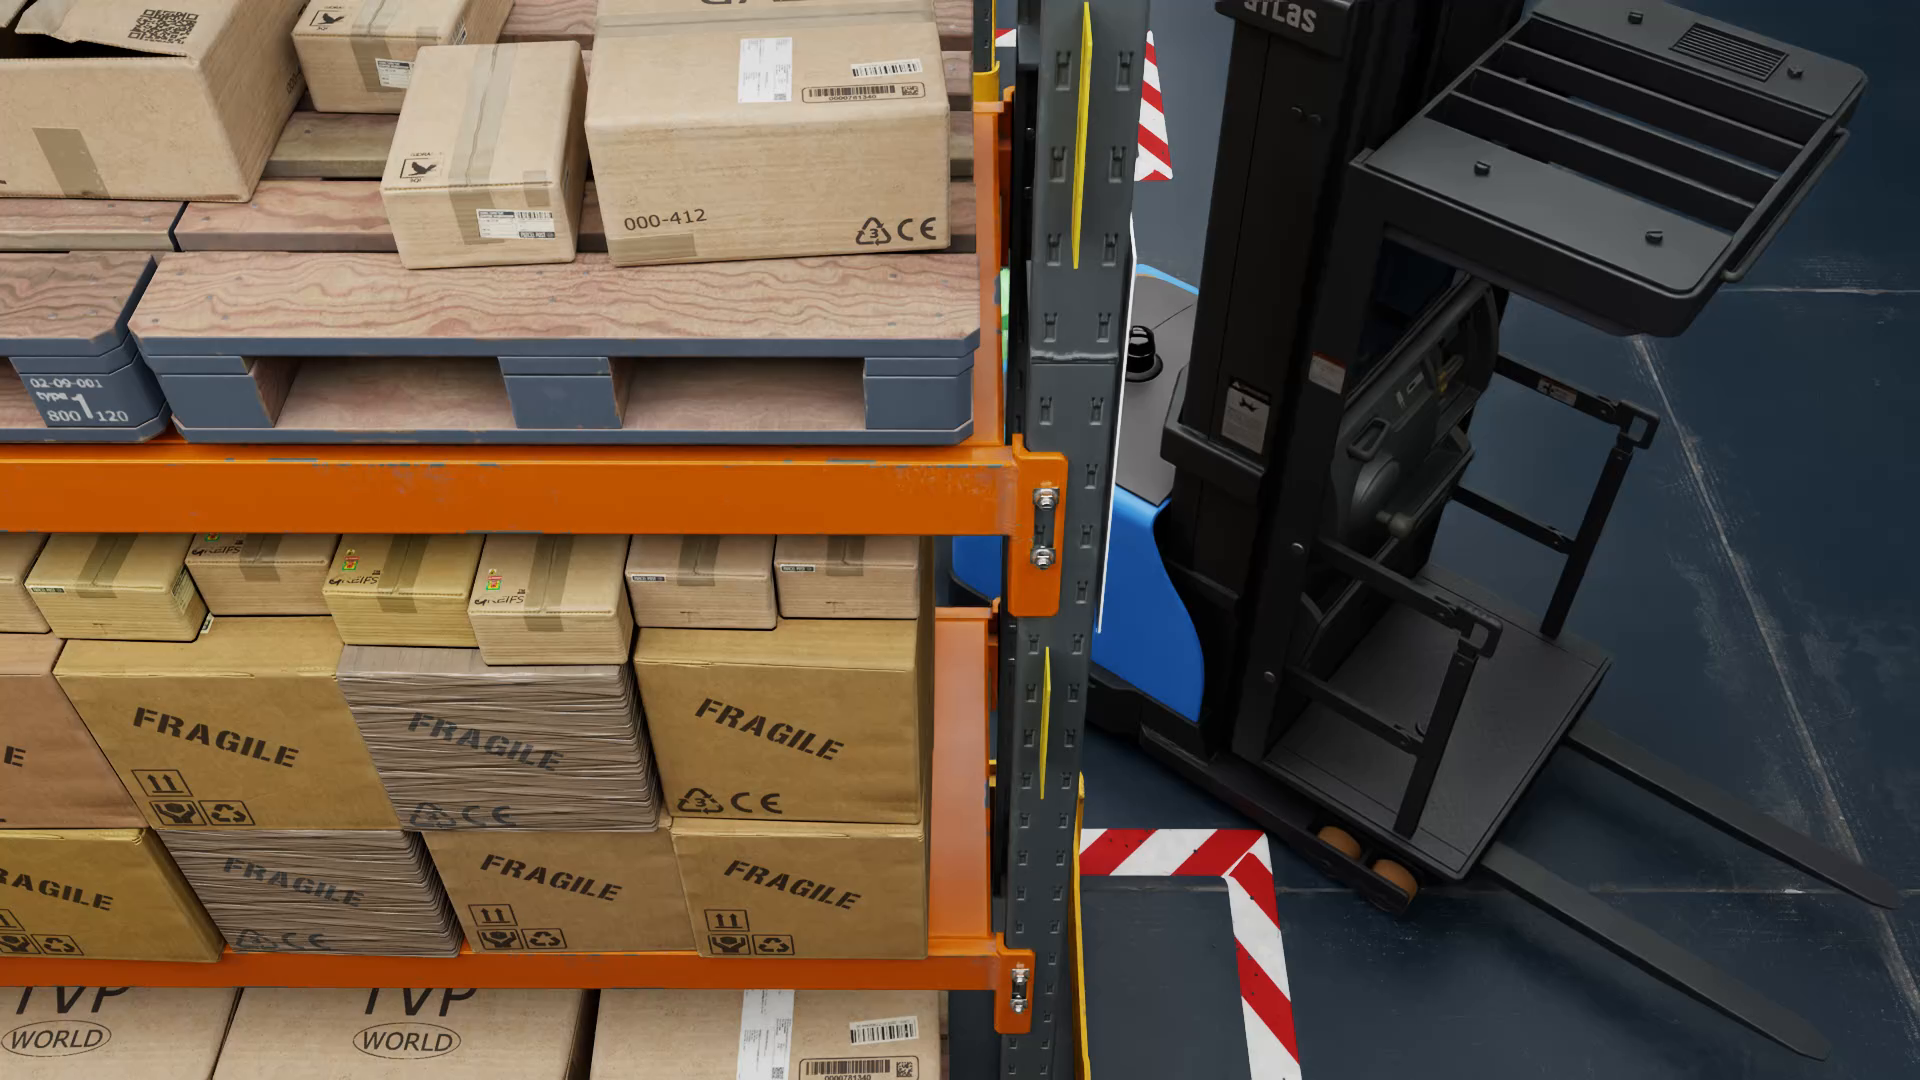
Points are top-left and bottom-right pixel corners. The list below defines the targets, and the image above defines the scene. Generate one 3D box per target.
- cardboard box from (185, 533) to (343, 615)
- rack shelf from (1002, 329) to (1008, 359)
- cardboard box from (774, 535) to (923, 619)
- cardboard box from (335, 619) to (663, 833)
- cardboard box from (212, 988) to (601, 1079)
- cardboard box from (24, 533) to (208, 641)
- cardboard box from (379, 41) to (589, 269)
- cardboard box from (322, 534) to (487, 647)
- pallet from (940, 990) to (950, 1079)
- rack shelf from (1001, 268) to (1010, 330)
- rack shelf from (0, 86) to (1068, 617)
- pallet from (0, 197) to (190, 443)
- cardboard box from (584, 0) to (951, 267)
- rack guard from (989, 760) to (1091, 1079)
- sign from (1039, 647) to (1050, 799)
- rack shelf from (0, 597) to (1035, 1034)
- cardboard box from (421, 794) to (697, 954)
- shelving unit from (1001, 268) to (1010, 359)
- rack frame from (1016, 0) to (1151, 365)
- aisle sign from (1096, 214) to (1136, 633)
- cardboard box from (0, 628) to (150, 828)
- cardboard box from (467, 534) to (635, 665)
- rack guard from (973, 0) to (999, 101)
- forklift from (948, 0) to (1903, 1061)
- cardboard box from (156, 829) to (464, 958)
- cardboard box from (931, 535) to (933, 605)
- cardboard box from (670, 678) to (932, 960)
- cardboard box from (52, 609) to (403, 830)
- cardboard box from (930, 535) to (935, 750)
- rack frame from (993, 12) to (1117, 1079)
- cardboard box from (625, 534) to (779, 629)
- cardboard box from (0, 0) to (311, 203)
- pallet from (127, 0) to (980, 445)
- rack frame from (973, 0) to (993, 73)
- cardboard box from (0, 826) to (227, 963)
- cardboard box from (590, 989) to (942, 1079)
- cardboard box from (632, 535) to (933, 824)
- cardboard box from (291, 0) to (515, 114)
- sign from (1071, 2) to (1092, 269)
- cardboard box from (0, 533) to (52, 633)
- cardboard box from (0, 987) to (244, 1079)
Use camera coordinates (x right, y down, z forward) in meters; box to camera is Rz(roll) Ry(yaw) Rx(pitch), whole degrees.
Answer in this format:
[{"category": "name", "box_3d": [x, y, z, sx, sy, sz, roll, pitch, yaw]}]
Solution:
[{"category": "cardboard box", "box_3d": [-1.219, -0.052, 3.054, 0.250, 0.149, 0.380, 0, 47, 0]}, {"category": "rack shelf", "box_3d": [-0.020, -0.609, 5.756, 0.480, 0.148, 0.258, -5, 47, -4]}, {"category": "cardboard box", "box_3d": [-0.194, -0.046, 3.049, 0.250, 0.149, 0.380, 1, 47, 1]}, {"category": "cardboard box", "box_3d": [-0.840, 0.222, 3.242, 0.500, 0.500, 0.500, 0, 47, 0]}, {"category": "cardboard box", "box_3d": [-1.410, 1.209, 4.539, 0.875, 0.438, 0.875, 1, 47, 1]}, {"category": "cardboard box", "box_3d": [-1.470, -0.009, 3.015, 0.250, 0.149, 0.380, 1, 47, 1]}, {"category": "cardboard box", "box_3d": [-0.704, -0.587, 2.515, 0.250, 0.149, 0.380, -3, 47, -3]}, {"category": "cardboard box", "box_3d": [-0.958, 0.001, 3.005, 0.250, 0.149, 0.380, 1, 47, 1]}, {"category": "pallet", "box_3d": [-0.634, 1.409, 4.794, 1.213, 0.211, 1.003, 0, 47, 0]}, {"category": "rack shelf", "box_3d": [-0.020, -0.772, 5.581, 0.480, 0.148, 0.258, -5, 47, -4]}, {"category": "rack shelf", "box_3d": [-1.834, -0.378, 2.995, 4.000, 0.370, 1.077, 0, 47, 0]}, {"category": "pallet", "box_3d": [-1.799, -0.583, 2.755, 1.213, 0.211, 1.003, 0, 47, 0]}, {"category": "cardboard box", "box_3d": [-0.285, -0.679, 2.531, 0.500, 0.250, 0.500, -4, 47, -3]}, {"category": "rack guard", "box_3d": [0.190, 1.256, 4.740, 0.348, 0.500, 1.175, 0, 47, 0]}, {"category": "sign", "box_3d": [0.150, 0.326, 2.944, 0.005, 0.325, 0.100, 0, 47, 0]}, {"category": "rack shelf", "box_3d": [-1.834, 0.644, 4.093, 4.000, 0.370, 1.077, 0, 47, 0]}, {"category": "cardboard box", "box_3d": [-0.820, 0.550, 3.621, 0.500, 0.500, 0.500, -1, 47, -1]}, {"category": "shelving unit", "box_3d": [-0.020, -0.489, 5.885, 0.503, 1.200, 0.258, -5, 47, -4]}, {"category": "rack frame", "box_3d": [0.166, -1.640, 1.629, 0.127, 3.000, 1.000, 0, 47, 0]}, {"category": "aisle sign", "box_3d": [0.236, -0.255, 2.662, 0.004, 0.787, 0.394, 0, 47, 0]}, {"category": "cardboard box", "box_3d": [-1.837, 0.216, 3.248, 0.500, 0.500, 0.500, 0, 47, 0]}, {"category": "cardboard box", "box_3d": [-0.706, 0.032, 2.977, 0.250, 0.149, 0.380, 0, 47, 0]}, {"category": "rack guard", "box_3d": [0.007, -2.368, 8.113, 0.348, 0.500, 1.175, 0, 47, 0]}, {"category": "forklift", "box_3d": [1.424, -0.288, 4.516, 3.031, 2.935, 1.130, 30, 54, 25]}, {"category": "cardboard box", "box_3d": [-1.334, 0.556, 3.615, 0.500, 0.500, 0.500, 1, 47, 1]}, {"category": "cardboard box", "box_3d": [-0.313, -0.180, 3.617, 0.500, 0.500, 0.500, -1, 47, -1]}, {"category": "cardboard box", "box_3d": [-0.318, 0.562, 3.609, 0.500, 0.500, 0.500, 0, 47, 0]}, {"category": "cardboard box", "box_3d": [-1.335, 0.219, 3.246, 0.500, 0.500, 0.500, 0, 47, 0]}, {"category": "cardboard box", "box_3d": [-0.313, 0.159, 3.985, 0.500, 0.500, 0.500, 0, 47, 0]}, {"category": "rack frame", "box_3d": [0.166, 0.404, 3.825, 0.127, 3.000, 1.000, 0, 47, 0]}, {"category": "cardboard box", "box_3d": [-0.448, -0.029, 3.033, 0.250, 0.149, 0.380, 1, 47, 1]}, {"category": "cardboard box", "box_3d": [-1.331, -0.805, 2.607, 0.500, 0.311, 0.500, 1, 47, 1]}, {"category": "pallet", "box_3d": [-0.576, -0.582, 2.754, 1.213, 0.211, 1.003, 0, 47, 0]}, {"category": "rack frame", "box_3d": [0.083, -3.220, 7.198, 0.127, 3.000, 1.000, 0, 47, 0]}, {"category": "cardboard box", "box_3d": [-1.850, 0.564, 3.608, 0.500, 0.500, 0.500, 1, 47, 1]}, {"category": "cardboard box", "box_3d": [-0.495, 1.205, 4.542, 0.875, 0.438, 0.875, -1, 47, -1]}, {"category": "cardboard box", "box_3d": [-0.317, 0.202, 3.261, 0.500, 0.500, 0.500, 2, 47, 1]}, {"category": "cardboard box", "box_3d": [-0.922, -0.881, 2.788, 0.250, 0.149, 0.380, 2, 47, 2]}, {"category": "sign", "box_3d": [0.150, -0.495, 2.062, 0.005, 0.325, 0.100, 0, 47, 0]}, {"category": "cardboard box", "box_3d": [-1.733, -0.024, 3.028, 0.250, 0.149, 0.380, 2, 47, 1]}, {"category": "cardboard box", "box_3d": [-2.312, 1.205, 4.542, 0.875, 0.438, 0.875, -1, 47, -1]}]
